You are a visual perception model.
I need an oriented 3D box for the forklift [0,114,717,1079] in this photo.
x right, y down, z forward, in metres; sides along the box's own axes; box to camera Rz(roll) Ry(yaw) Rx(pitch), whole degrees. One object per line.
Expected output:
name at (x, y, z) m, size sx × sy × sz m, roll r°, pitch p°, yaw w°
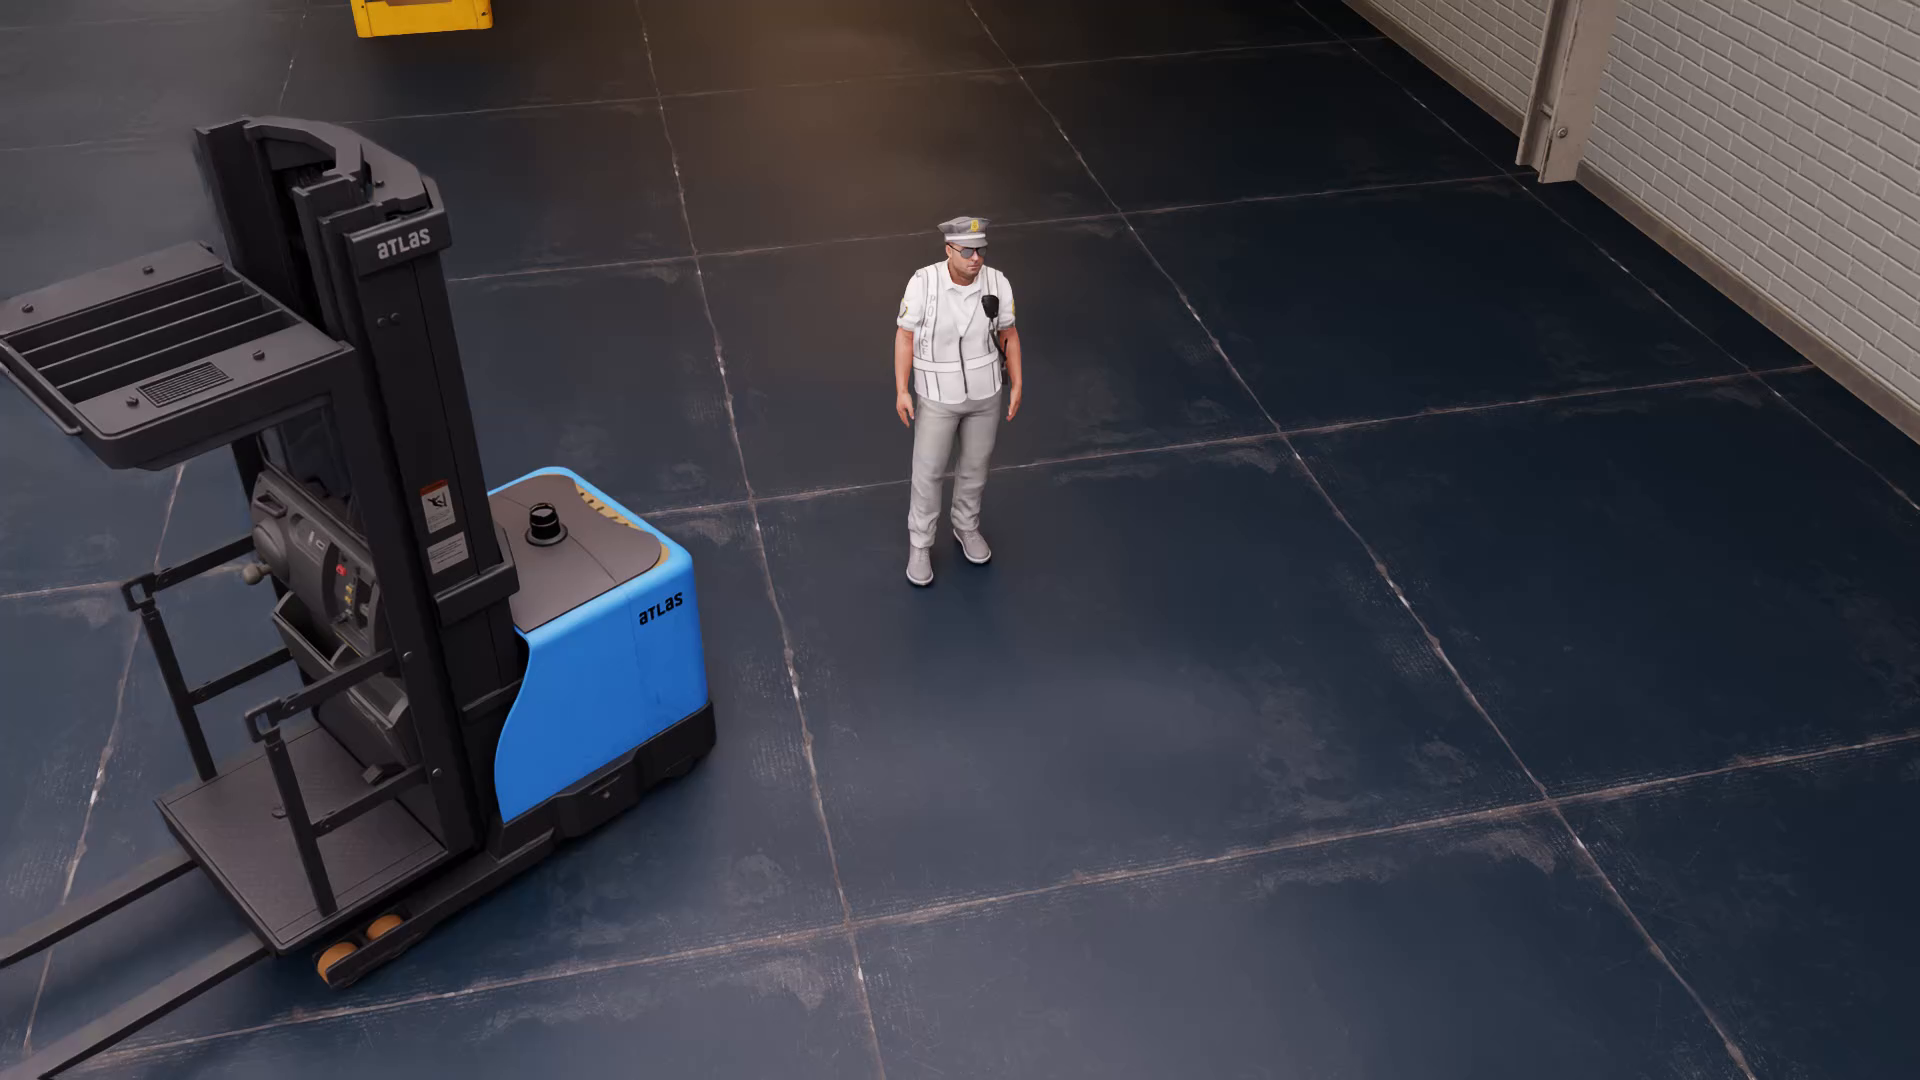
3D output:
forklift at (-2.460, 0.143, 5.852) m, size 3.031 × 2.935 × 1.130 m, roll -30°, pitch 45°, yaw -35°

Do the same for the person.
person at (0.006, -0.684, 7.970) m, size 0.641 × 1.780 × 0.574 m, roll -8°, pitch 36°, yaw -11°
